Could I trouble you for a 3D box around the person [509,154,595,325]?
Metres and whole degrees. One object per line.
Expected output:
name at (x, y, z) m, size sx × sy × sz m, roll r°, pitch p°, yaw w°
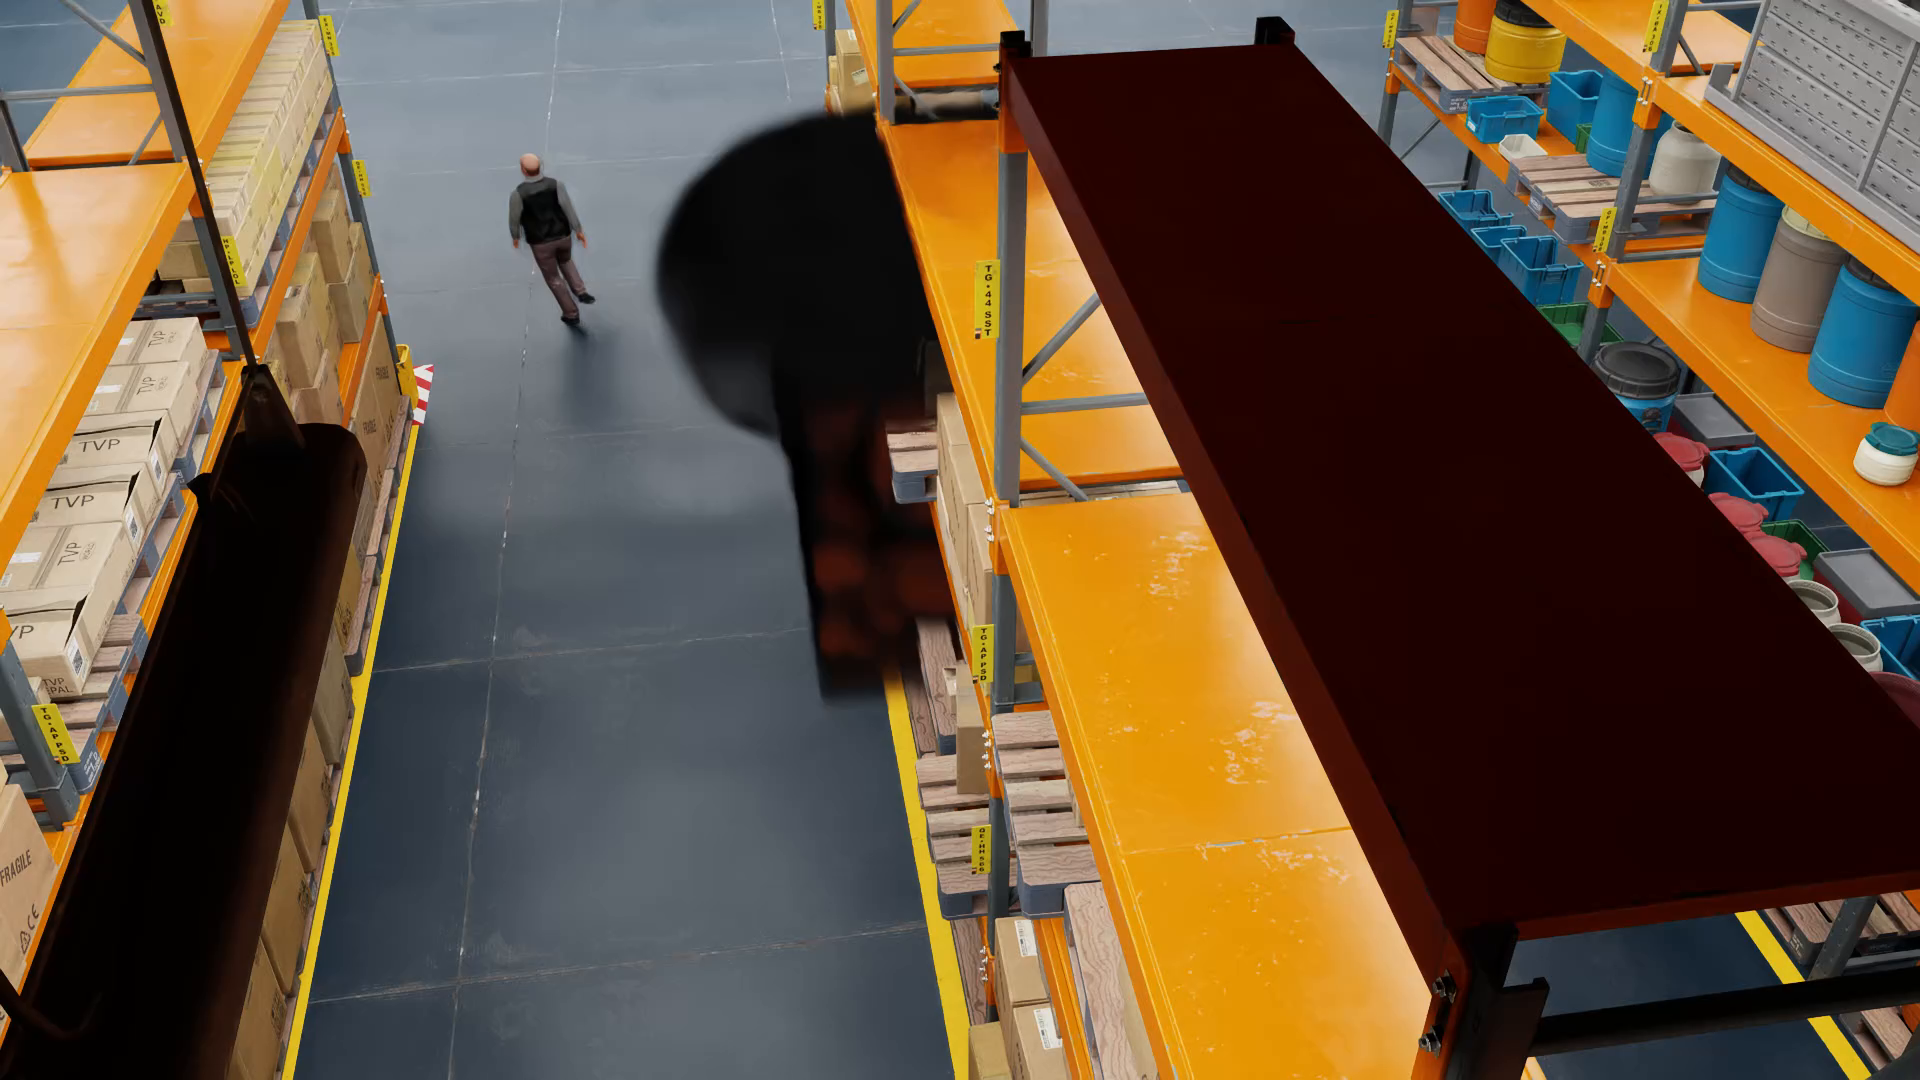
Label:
person at (-3.949, -2.877, 15.951) m, size 0.644 × 1.700 × 0.570 m, roll -25°, pitch 43°, yaw -30°
